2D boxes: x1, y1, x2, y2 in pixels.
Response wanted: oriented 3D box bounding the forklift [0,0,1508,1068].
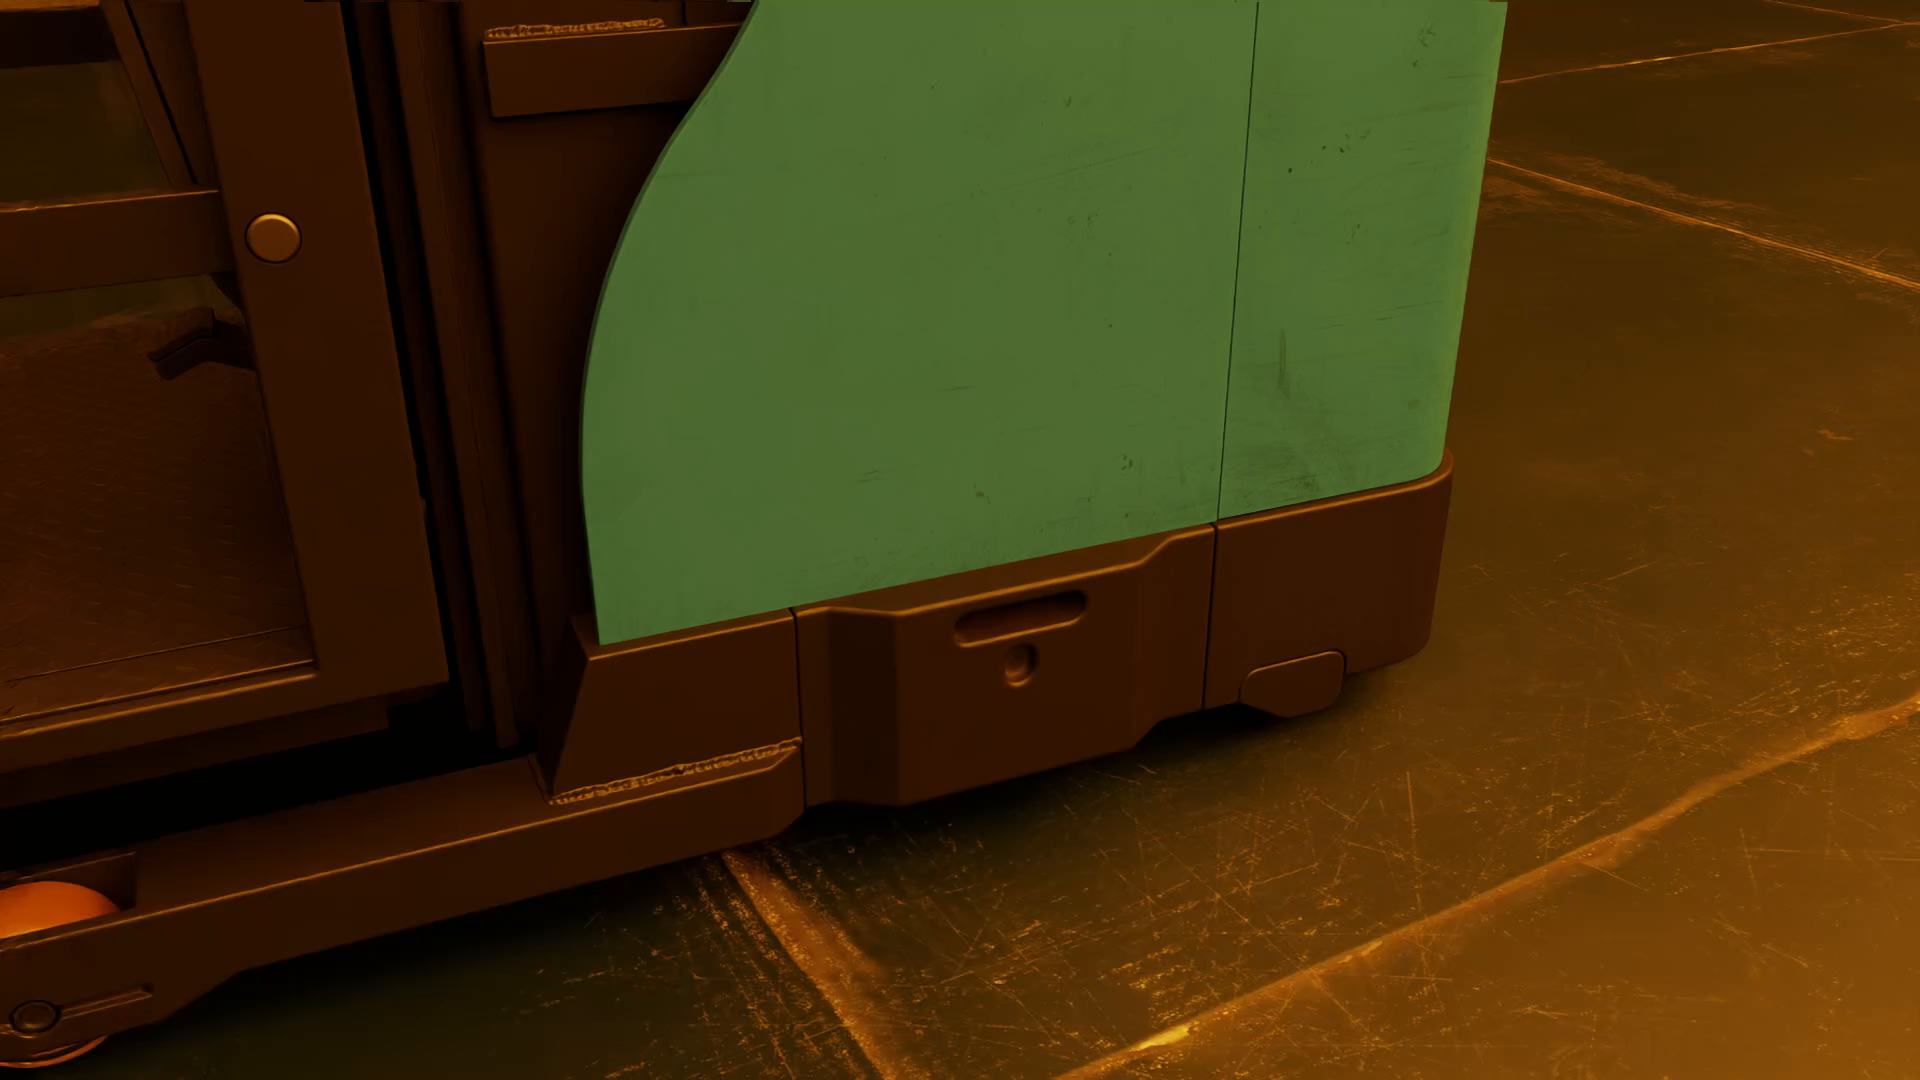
[{"bbox_3d":[-0.967,-1.058,1.345,3.031,2.935,1.130,-11,29,-21],"label":"forklift"}]
